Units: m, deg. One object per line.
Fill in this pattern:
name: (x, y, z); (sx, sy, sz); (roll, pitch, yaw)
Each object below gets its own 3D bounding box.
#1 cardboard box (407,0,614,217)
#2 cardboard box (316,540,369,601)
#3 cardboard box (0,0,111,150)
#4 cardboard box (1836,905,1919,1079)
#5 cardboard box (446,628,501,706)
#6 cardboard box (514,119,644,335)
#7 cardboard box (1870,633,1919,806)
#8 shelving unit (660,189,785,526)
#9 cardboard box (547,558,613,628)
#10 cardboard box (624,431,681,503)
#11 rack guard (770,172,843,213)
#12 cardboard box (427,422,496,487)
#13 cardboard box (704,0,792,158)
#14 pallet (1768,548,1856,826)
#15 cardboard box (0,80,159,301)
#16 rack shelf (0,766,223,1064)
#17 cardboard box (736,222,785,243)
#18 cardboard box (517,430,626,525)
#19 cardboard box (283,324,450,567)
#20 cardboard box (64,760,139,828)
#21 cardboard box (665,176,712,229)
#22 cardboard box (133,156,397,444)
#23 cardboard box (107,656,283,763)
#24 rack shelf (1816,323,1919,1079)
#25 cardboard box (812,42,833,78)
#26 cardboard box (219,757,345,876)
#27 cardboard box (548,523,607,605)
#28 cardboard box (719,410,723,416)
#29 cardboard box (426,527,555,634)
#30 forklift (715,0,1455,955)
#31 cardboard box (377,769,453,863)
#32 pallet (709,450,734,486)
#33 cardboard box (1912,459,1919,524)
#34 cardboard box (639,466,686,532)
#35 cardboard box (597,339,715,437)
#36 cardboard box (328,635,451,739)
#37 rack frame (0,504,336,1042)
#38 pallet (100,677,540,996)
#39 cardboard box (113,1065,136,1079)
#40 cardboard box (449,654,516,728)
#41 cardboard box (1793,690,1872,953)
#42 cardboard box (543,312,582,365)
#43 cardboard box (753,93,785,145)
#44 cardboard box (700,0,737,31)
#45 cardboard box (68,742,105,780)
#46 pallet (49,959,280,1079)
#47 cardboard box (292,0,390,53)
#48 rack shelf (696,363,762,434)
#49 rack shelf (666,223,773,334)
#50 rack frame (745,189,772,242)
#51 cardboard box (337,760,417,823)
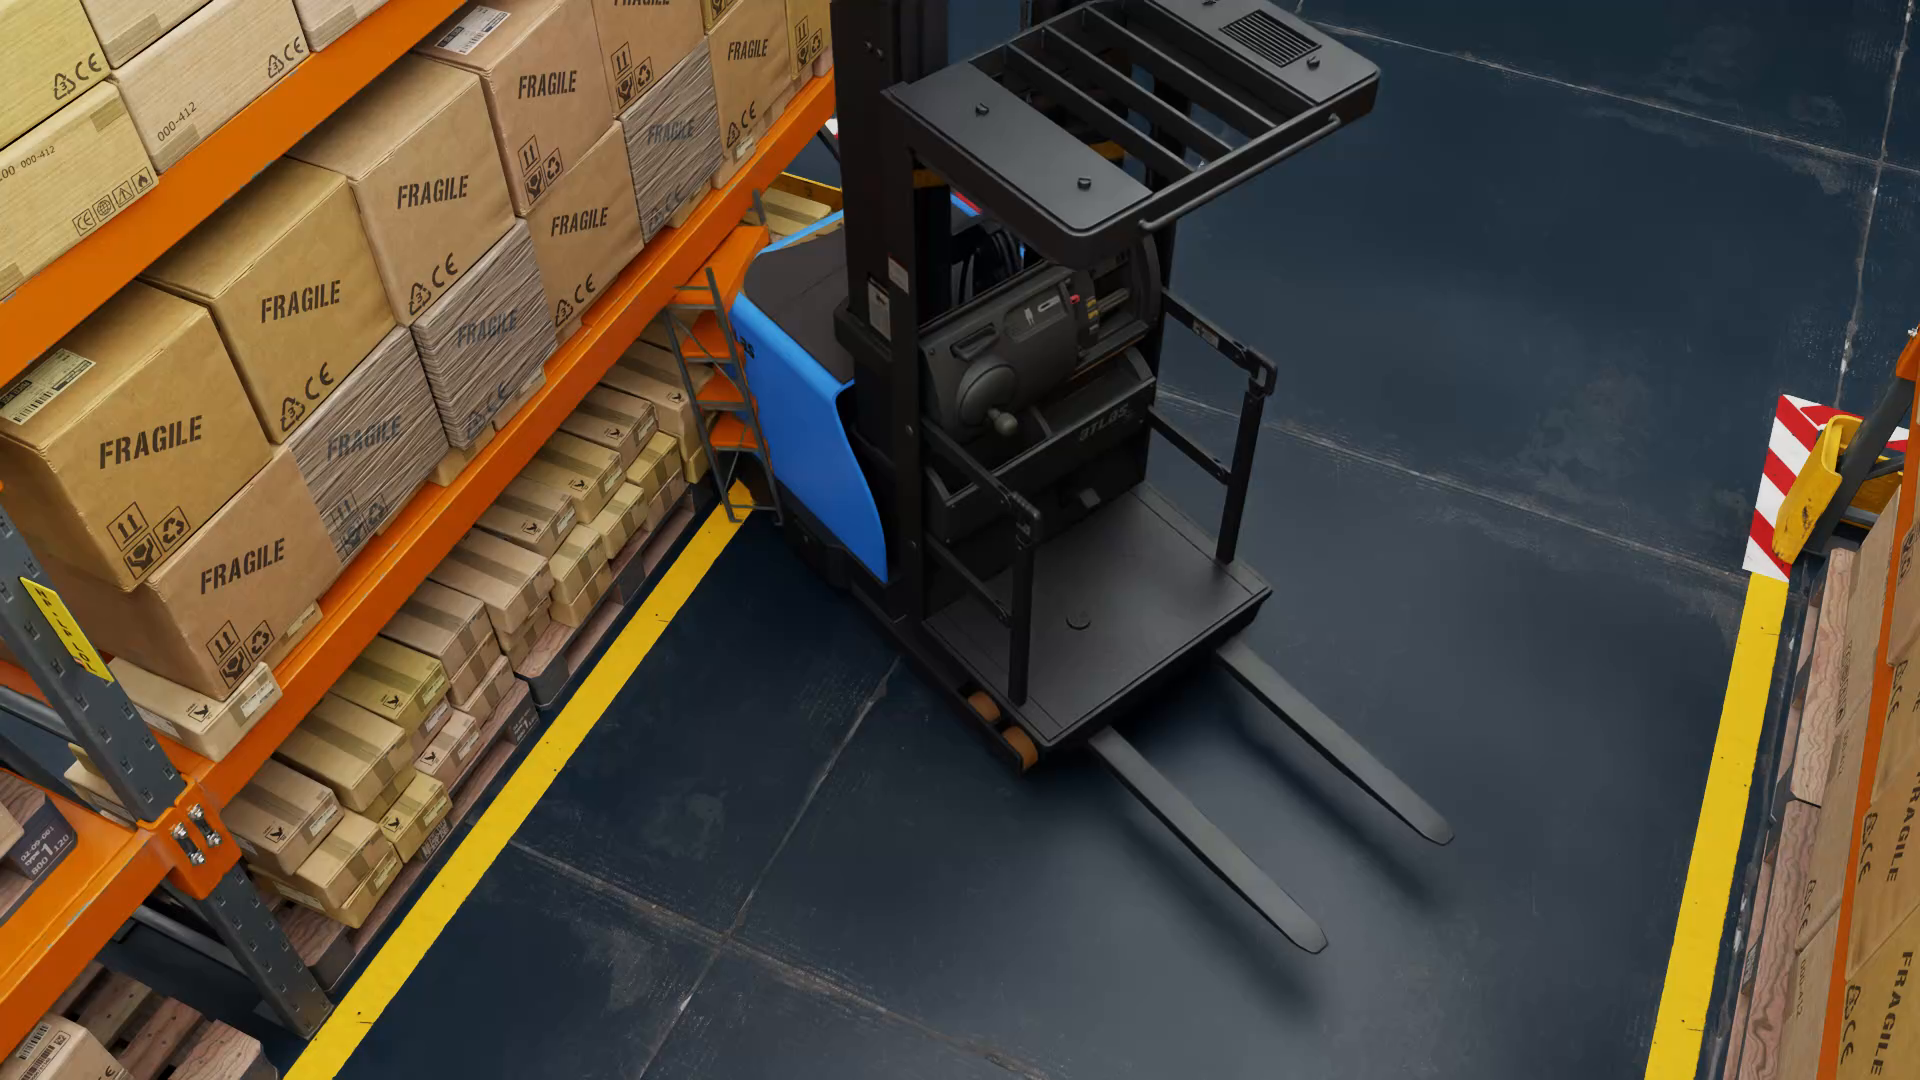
cardboard box: (-1.384, -1.338, 4.817); (0.500, 0.500, 0.500); (18, 52, 15)
cardboard box: (-1.942, -0.012, 4.771); (0.380, 0.149, 0.250); (18, 52, 15)
cardboard box: (-2.046, -0.941, 3.197); (0.500, 0.250, 0.500); (21, 53, 17)
cardboard box: (2.232, 1.148, 3.553); (0.500, 0.500, 0.500); (19, 52, 15)
cardboard box: (-1.808, 0.376, 5.676); (0.380, 0.149, 0.250); (17, 52, 14)
cardboard box: (-1.374, -1.047, 5.225); (0.500, 0.500, 0.500); (22, 53, 18)
cardboard box: (2.671, 0.442, 4.154); (0.500, 0.500, 0.500); (21, 53, 17)
shelving unit: (-0.817, -0.668, 6.271); (0.258, 1.200, 0.503); (4, 45, 16)
cardboard box: (-1.505, 0.133, 6.079); (0.380, 0.149, 0.250); (19, 52, 15)
cardboard box: (-1.283, -0.319, 6.268); (0.380, 0.149, 0.250); (22, 53, 18)
rack guard: (-0.792, -1.494, 7.508); (1.175, 0.500, 0.348); (20, 52, 16)
cardboard box: (-1.653, -0.349, 5.058); (0.380, 0.149, 0.250); (21, 53, 17)
cardboard box: (-0.943, -1.739, 5.814); (0.500, 0.500, 0.500); (19, 52, 16)
pallet: (3.488, 0.664, 5.861); (1.003, 0.211, 1.213); (20, 52, 16)
cardboard box: (-2.032, -0.758, 3.370); (0.500, 0.250, 0.500); (22, 53, 18)
rack shelf: (-3.323, 2.008, 3.359); (1.077, 0.370, 4.000); (20, 52, 16)
cardboard box: (-0.916, -1.160, 6.788); (0.380, 0.149, 0.250); (21, 53, 17)
cardboard box: (-1.443, -0.245, 6.009); (0.380, 0.149, 0.250); (20, 52, 16)
cardboard box: (-1.824, -0.333, 4.618); (0.500, 0.500, 0.500); (20, 52, 16)
cardboard box: (-2.621, 0.769, 5.342); (0.380, 0.149, 0.250); (21, 53, 17)
cardboard box: (-1.104, -1.267, 5.838); (0.380, 0.149, 0.250); (18, 52, 14)
cardboard box: (-1.848, -0.648, 4.230); (0.500, 0.500, 0.500); (18, 52, 15)
cardboard box: (-2.051, 0.391, 4.428); (0.380, 0.149, 0.250); (22, 53, 17)
rack shelf: (2.905, 0.795, 4.391); (1.077, 0.370, 4.000); (20, 52, 16)
cardboard box: (-0.643, -1.958, 6.427); (0.380, 0.149, 0.250); (20, 52, 16)
cardboard box: (-2.134, 0.823, 5.101); (0.380, 0.149, 0.250); (22, 53, 18)
cardboard box: (-1.504, 0.041, 5.961); (0.380, 0.149, 0.250); (19, 52, 16)
cardboard box: (-1.099, -0.600, 6.702); (0.380, 0.149, 0.250); (20, 53, 16)
cardboard box: (-1.626, 0.127, 5.693); (0.380, 0.149, 0.250); (21, 53, 17)
forklift: (0.408, -0.568, 5.124); (1.130, 2.935, 3.031); (-32, 57, -24)
cardboard box: (-1.909, 0.856, 5.463); (0.380, 0.149, 0.250); (21, 53, 17)
pallet: (-1.171, -0.852, 7.152); (1.003, 0.211, 1.213); (20, 52, 16)
cardboard box: (3.104, -0.253, 4.745); (0.500, 0.500, 0.500); (19, 52, 16)
cardboard box: (-1.286, -0.222, 6.381); (0.380, 0.149, 0.250); (21, 53, 17)
cardboard box: (-1.144, -0.580, 6.294); (0.380, 0.149, 0.250); (22, 53, 17)
cardboard box: (-1.899, 0.463, 5.407); (0.380, 0.149, 0.250); (19, 52, 16)
rack frame: (-2.468, 0.398, 4.257); (1.000, 3.000, 0.127); (20, 52, 16)
pallet: (-2.213, 0.828, 5.722); (1.003, 0.211, 1.213); (20, 52, 16)
cardboard box: (-2.557, 1.664, 4.546); (0.500, 0.500, 0.500); (19, 52, 15)
cardboard box: (-1.786, 0.477, 5.786); (0.380, 0.149, 0.250); (19, 52, 15)
cardboard box: (3.184, 0.999, 5.152); (0.875, 0.438, 0.875); (21, 53, 17)
cardboard box: (-1.460, -0.731, 5.383); (0.380, 0.149, 0.250); (22, 53, 17)
cardboard box: (-0.877, -1.622, 6.141); (0.380, 0.149, 0.250); (19, 52, 16)
cardboard box: (-0.947, -2.064, 5.435); (0.500, 0.500, 0.500); (18, 52, 15)
cardboard box: (-2.552, 0.663, 5.237); (0.380, 0.149, 0.250); (21, 53, 17)
pallet: (-2.800, 1.838, 4.862); (1.003, 0.211, 1.213); (20, 52, 16)
cardboard box: (-1.586, -1.458, 3.966); (0.500, 0.250, 0.500); (22, 53, 18)
rack shelf: (-0.807, -0.619, 6.316); (0.258, 0.148, 0.480); (4, 45, 16)
rack shelf: (-0.874, -0.952, 6.005); (0.258, 0.148, 0.480); (4, 45, 16)
rack frame: (-0.758, -0.836, 6.438); (0.240, 1.200, 0.015); (4, 45, 16)
cardboard box: (-1.997, 0.740, 5.366); (0.380, 0.149, 0.250); (20, 53, 16)
